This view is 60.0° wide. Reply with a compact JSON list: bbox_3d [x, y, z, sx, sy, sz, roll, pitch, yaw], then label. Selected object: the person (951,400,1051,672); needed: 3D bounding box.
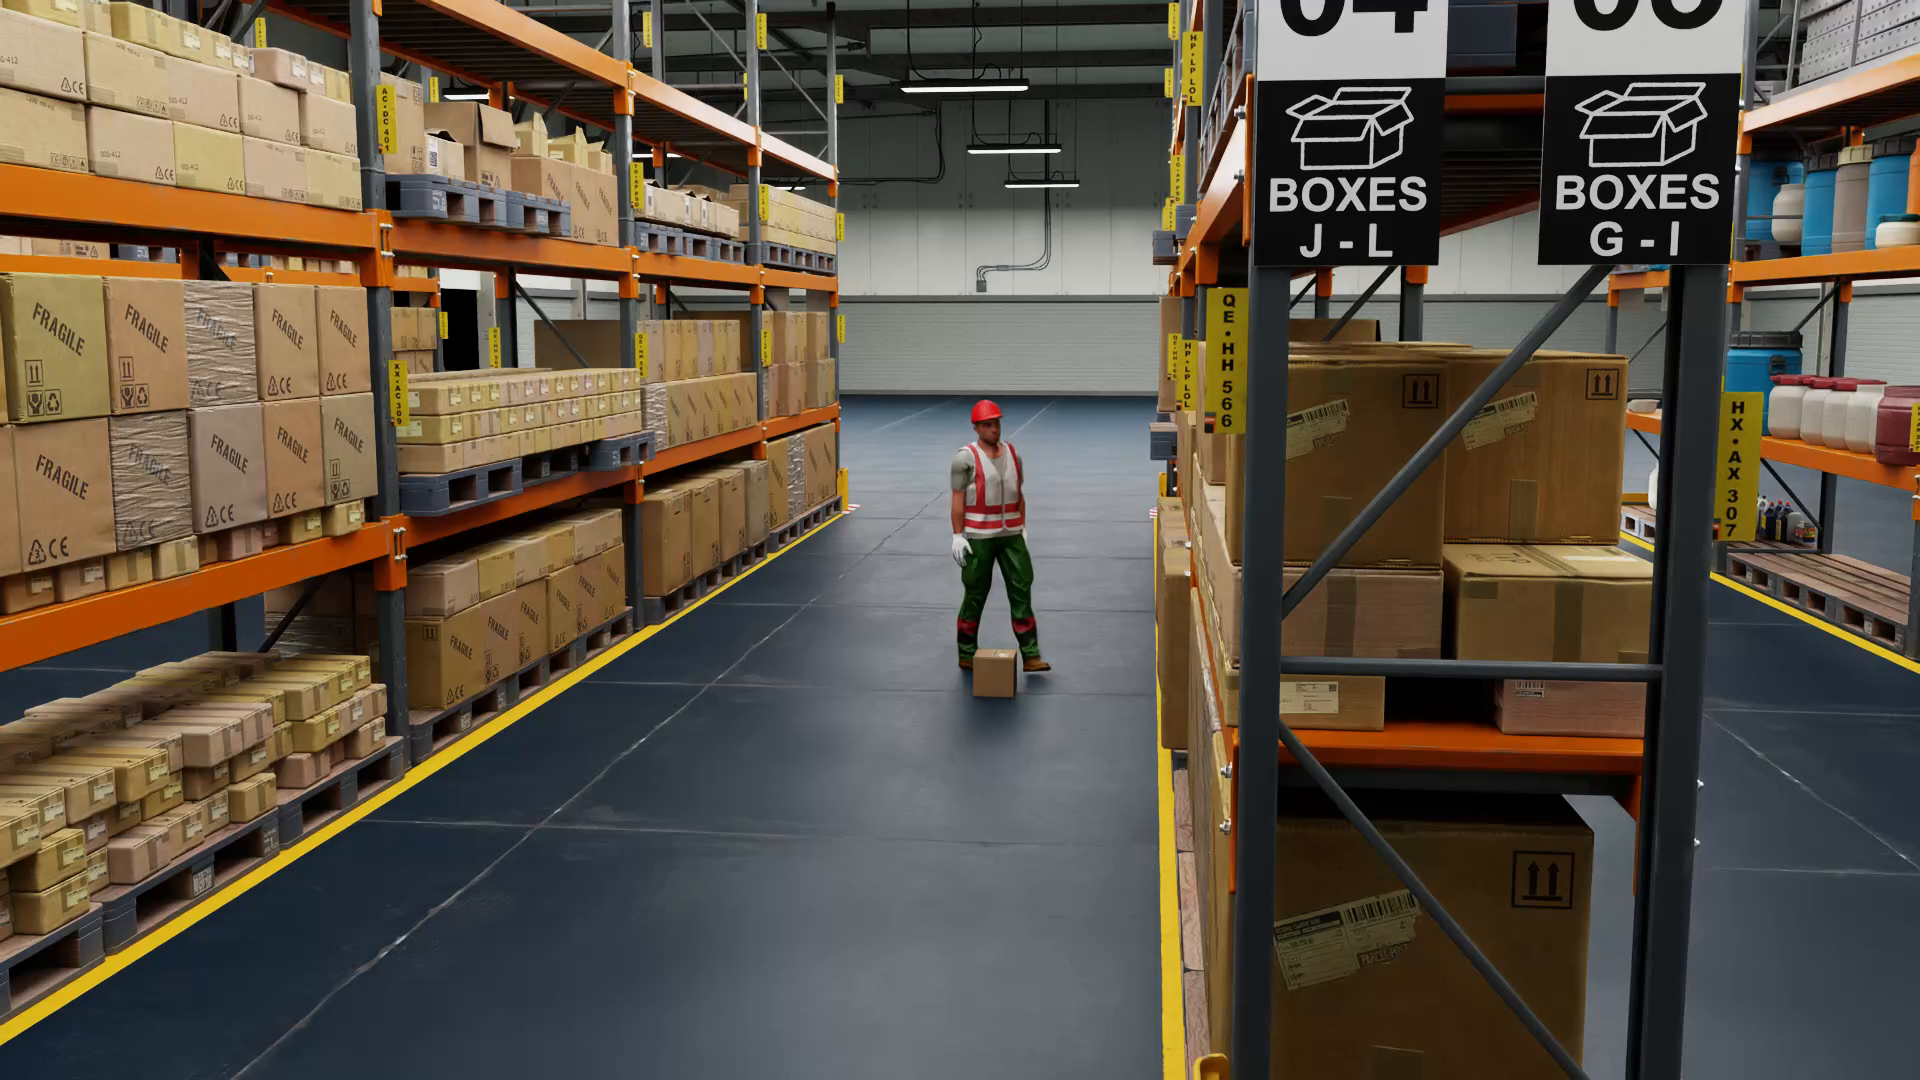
[{"bbox_3d":[0.258,-0.012,10.733,0.542,1.778,0.654,-4,8,-27],"label":"person"}]
